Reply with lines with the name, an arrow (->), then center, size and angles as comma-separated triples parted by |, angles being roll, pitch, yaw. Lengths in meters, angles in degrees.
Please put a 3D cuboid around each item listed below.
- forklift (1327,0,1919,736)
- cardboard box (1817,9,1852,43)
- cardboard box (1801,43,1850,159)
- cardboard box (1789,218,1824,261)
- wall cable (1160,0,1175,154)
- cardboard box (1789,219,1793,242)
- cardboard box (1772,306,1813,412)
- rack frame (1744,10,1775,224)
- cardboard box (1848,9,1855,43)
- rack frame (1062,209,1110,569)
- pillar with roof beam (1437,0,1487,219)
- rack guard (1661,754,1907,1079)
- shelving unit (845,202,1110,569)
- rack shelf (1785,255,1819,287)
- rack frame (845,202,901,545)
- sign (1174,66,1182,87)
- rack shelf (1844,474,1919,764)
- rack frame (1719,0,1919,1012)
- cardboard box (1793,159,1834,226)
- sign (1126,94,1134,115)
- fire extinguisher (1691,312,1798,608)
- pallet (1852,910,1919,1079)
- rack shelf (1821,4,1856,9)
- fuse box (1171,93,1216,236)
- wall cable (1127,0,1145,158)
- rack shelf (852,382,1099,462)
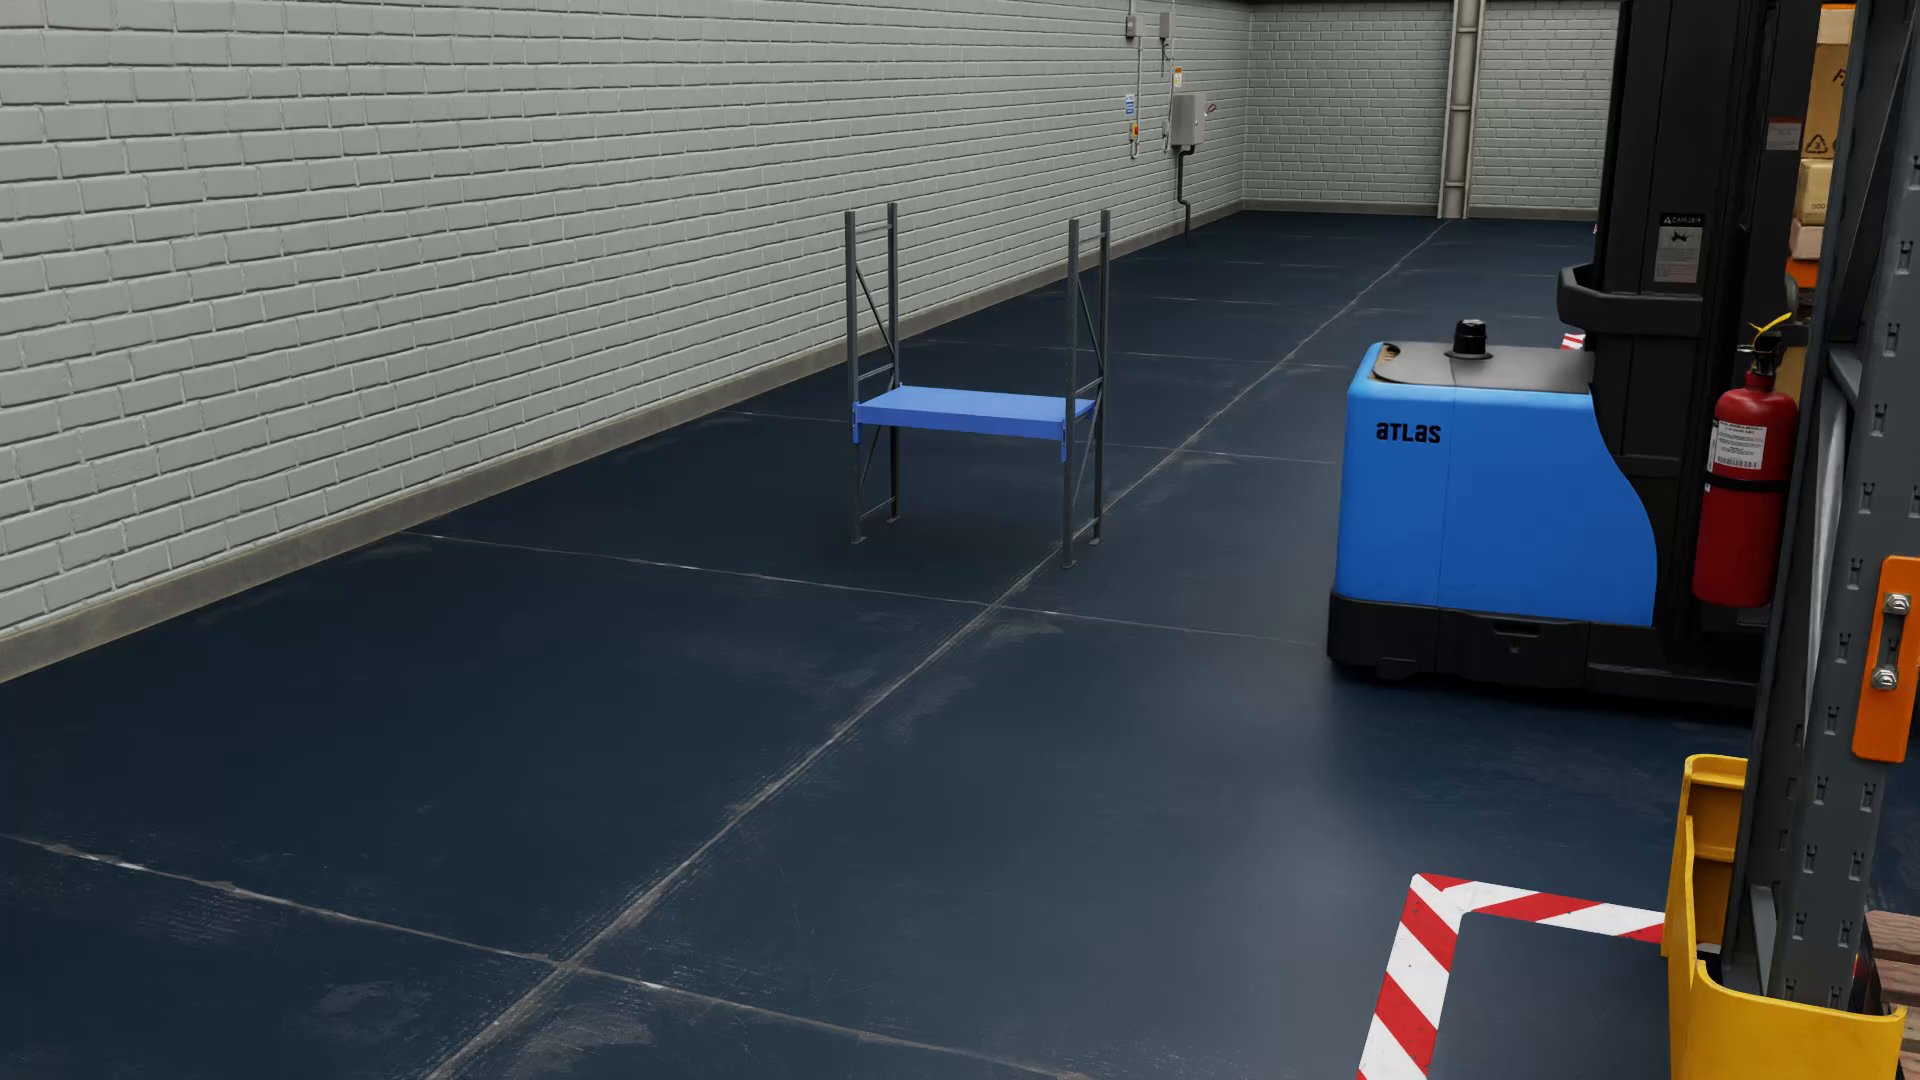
forklift -> 2.898, -0.916, 5.571 | 3.031, 2.935, 1.130 | 5, 17, 17
cardboard box -> 5.809, -3.390, 11.464 | 0.500, 0.500, 0.500 | 6, 17, 20
cardboard box -> 4.124, -2.007, 7.597 | 0.500, 0.500, 0.500 | 7, 17, 21
cardboard box -> 3.784, -1.315, 7.274 | 0.250, 0.149, 0.380 | 6, 17, 21
wall cable -> 2.466, -5.556, 19.608 | 0.122, 1.984, 0.588 | 6, 17, 21
cardboard box -> 4.027, -1.486, 7.863 | 0.250, 0.149, 0.380 | 7, 17, 22
cardboard box -> 4.199, -0.694, 7.743 | 0.875, 0.875, 0.875 | 6, 17, 21
rack frame -> 3.575, -1.558, 7.659 | 0.127, 3.000, 1.000 | 6, 17, 21
cardboard box -> 6.281, -3.340, 11.292 | 0.500, 0.500, 0.500 | 7, 18, 22
rack frame -> 0.552, -0.660, 7.255 | 0.032, 1.500, 0.500 | 6, 17, 21
pillar with roof beam -> 5.272, -7.690, 18.021 | 0.400, 9.000, 9.100 | 6, 17, 21
rack guard -> 1.730, 0.928, 3.580 | 0.348, 0.500, 1.175 | 6, 17, 21
shelving unit -> 0.079, -0.712, 7.434 | 1.048, 1.500, 0.538 | 6, 17, 21
rack shelf -> 5.435, -1.008, 7.055 | 4.000, 0.370, 1.077 | 6, 17, 21
rack frame -> -0.394, -0.764, 7.614 | 0.032, 1.500, 0.500 | 6, 17, 21
sign -> 2.650, -5.632, 20.212 | 0.001, 0.242, 0.339 | 6, 17, 21
rack shelf -> 3.618, 0.277, 2.630 | 4.000, 0.370, 1.077 | 6, 17, 21
rack frame -> 1.757, -0.273, 3.234 | 0.127, 3.000, 1.000 | 6, 17, 21
cardboard box -> 3.922, -1.509, 7.228 | 0.500, 0.250, 0.500 | 6, 17, 19
sign -> 1.882, -4.822, 18.419 | 0.001, 0.218, 0.327 | 6, 17, 21
fire extinguisher -> 1.784, -0.190, 3.756 | 0.183, 0.674, 0.296 | 6, 17, 21
pallet -> 2.510, 1.160, 3.298 | 1.213, 0.211, 1.003 | 6, 17, 21
rack shelf -> 10.889, -6.306, 19.925 | 4.000, 0.370, 1.077 | 6, 17, 21
fuse box -> 2.863, -4.610, 20.483 | 0.414, 1.711, 0.539 | 6, 17, 21
wall cable -> 1.957, -5.202, 18.332 | 0.123, 1.953, 0.585 | 6, 17, 21
rack shelf -> 0.079, -0.539, 7.485 | 1.000, 0.185, 0.538 | 6, 17, 21
